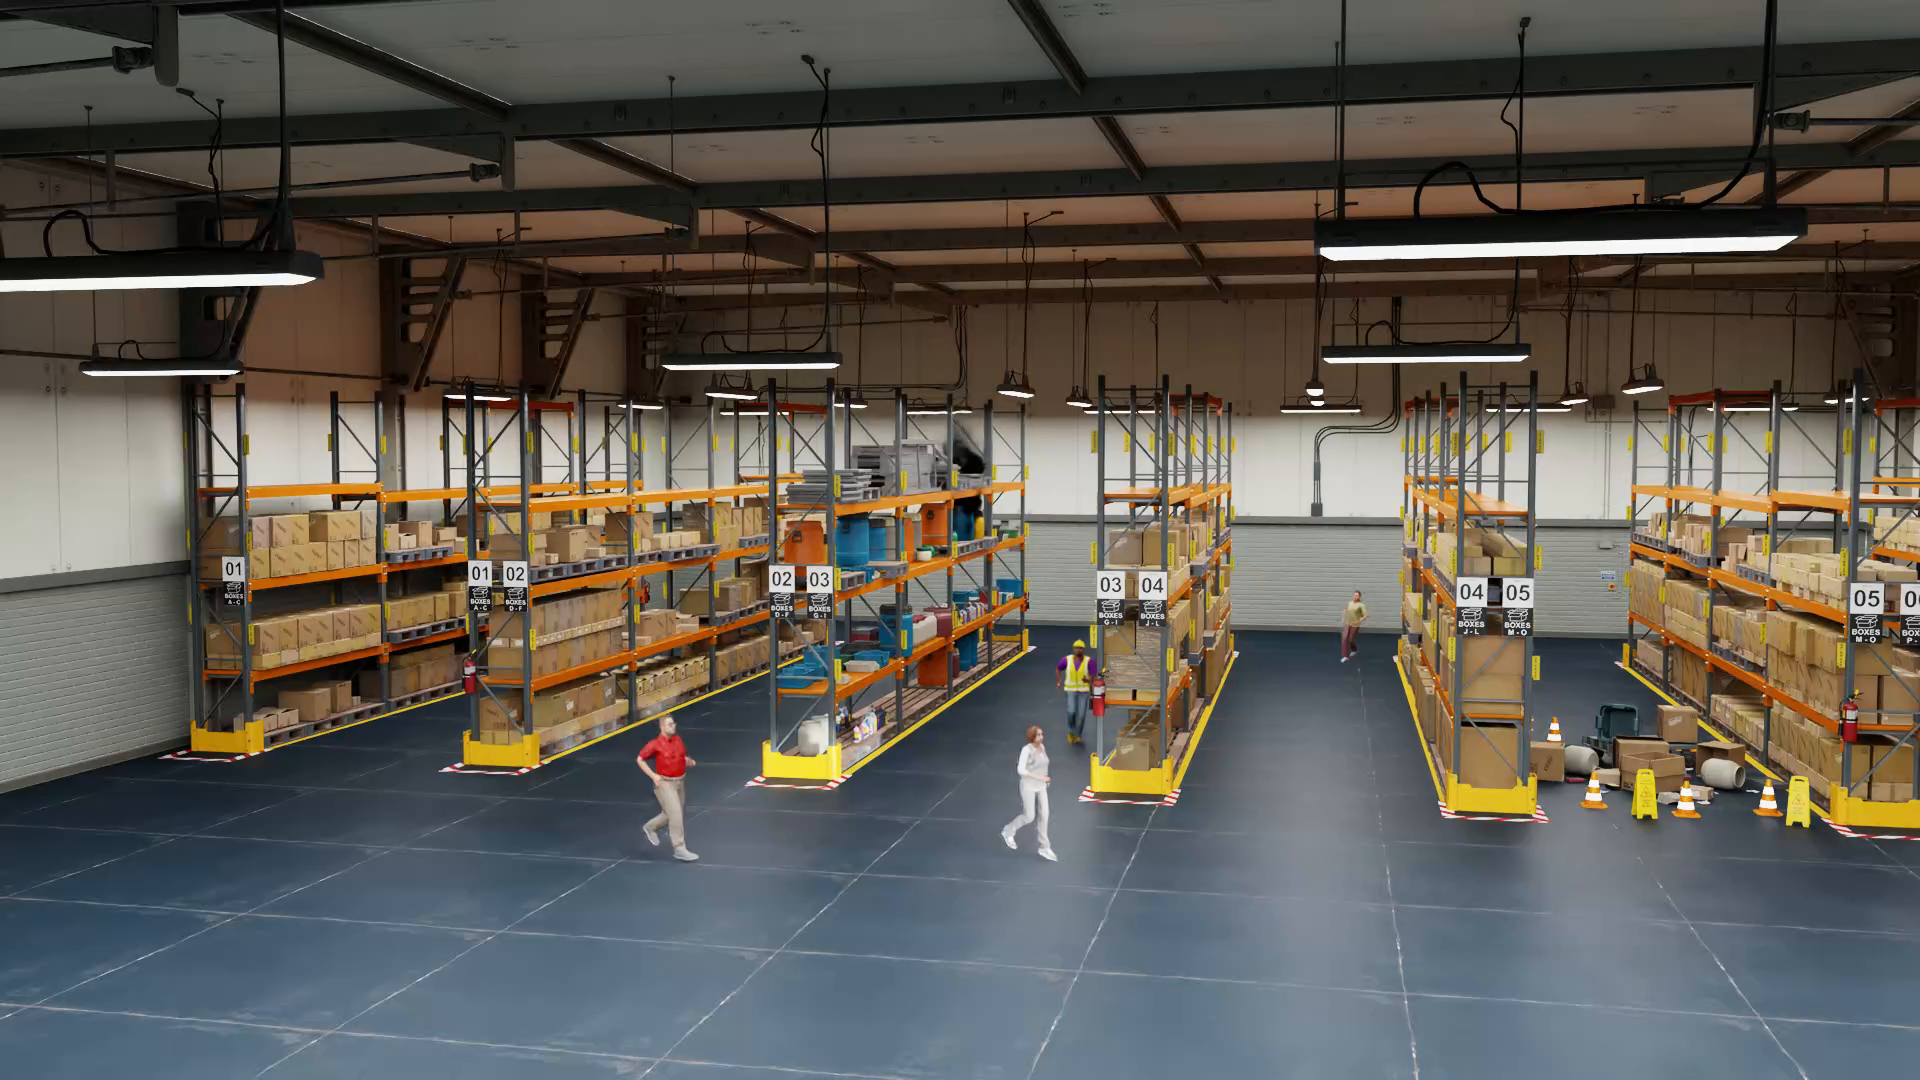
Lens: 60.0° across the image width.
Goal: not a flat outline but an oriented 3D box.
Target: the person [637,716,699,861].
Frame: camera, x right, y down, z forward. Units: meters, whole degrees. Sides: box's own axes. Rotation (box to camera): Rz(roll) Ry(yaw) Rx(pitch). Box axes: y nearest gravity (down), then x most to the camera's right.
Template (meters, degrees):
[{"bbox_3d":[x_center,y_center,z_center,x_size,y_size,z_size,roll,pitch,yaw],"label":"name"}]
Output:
[{"bbox_3d":[-3.538,2.982,20.161,0.953,1.698,0.672,2,4,30],"label":"person"}]

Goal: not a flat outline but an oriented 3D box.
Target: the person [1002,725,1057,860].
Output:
[{"bbox_3d":[0.866,3.051,20.249,0.770,1.606,0.565,3,4,41],"label":"person"}]

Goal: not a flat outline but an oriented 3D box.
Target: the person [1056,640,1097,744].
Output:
[{"bbox_3d":[1.951,2.533,27.713,0.692,1.741,0.660,0,3,1],"label":"person"}]

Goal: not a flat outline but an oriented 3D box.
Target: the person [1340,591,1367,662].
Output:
[{"bbox_3d":[9.105,1.996,38.503,0.625,1.649,0.714,3,4,41],"label":"person"}]
